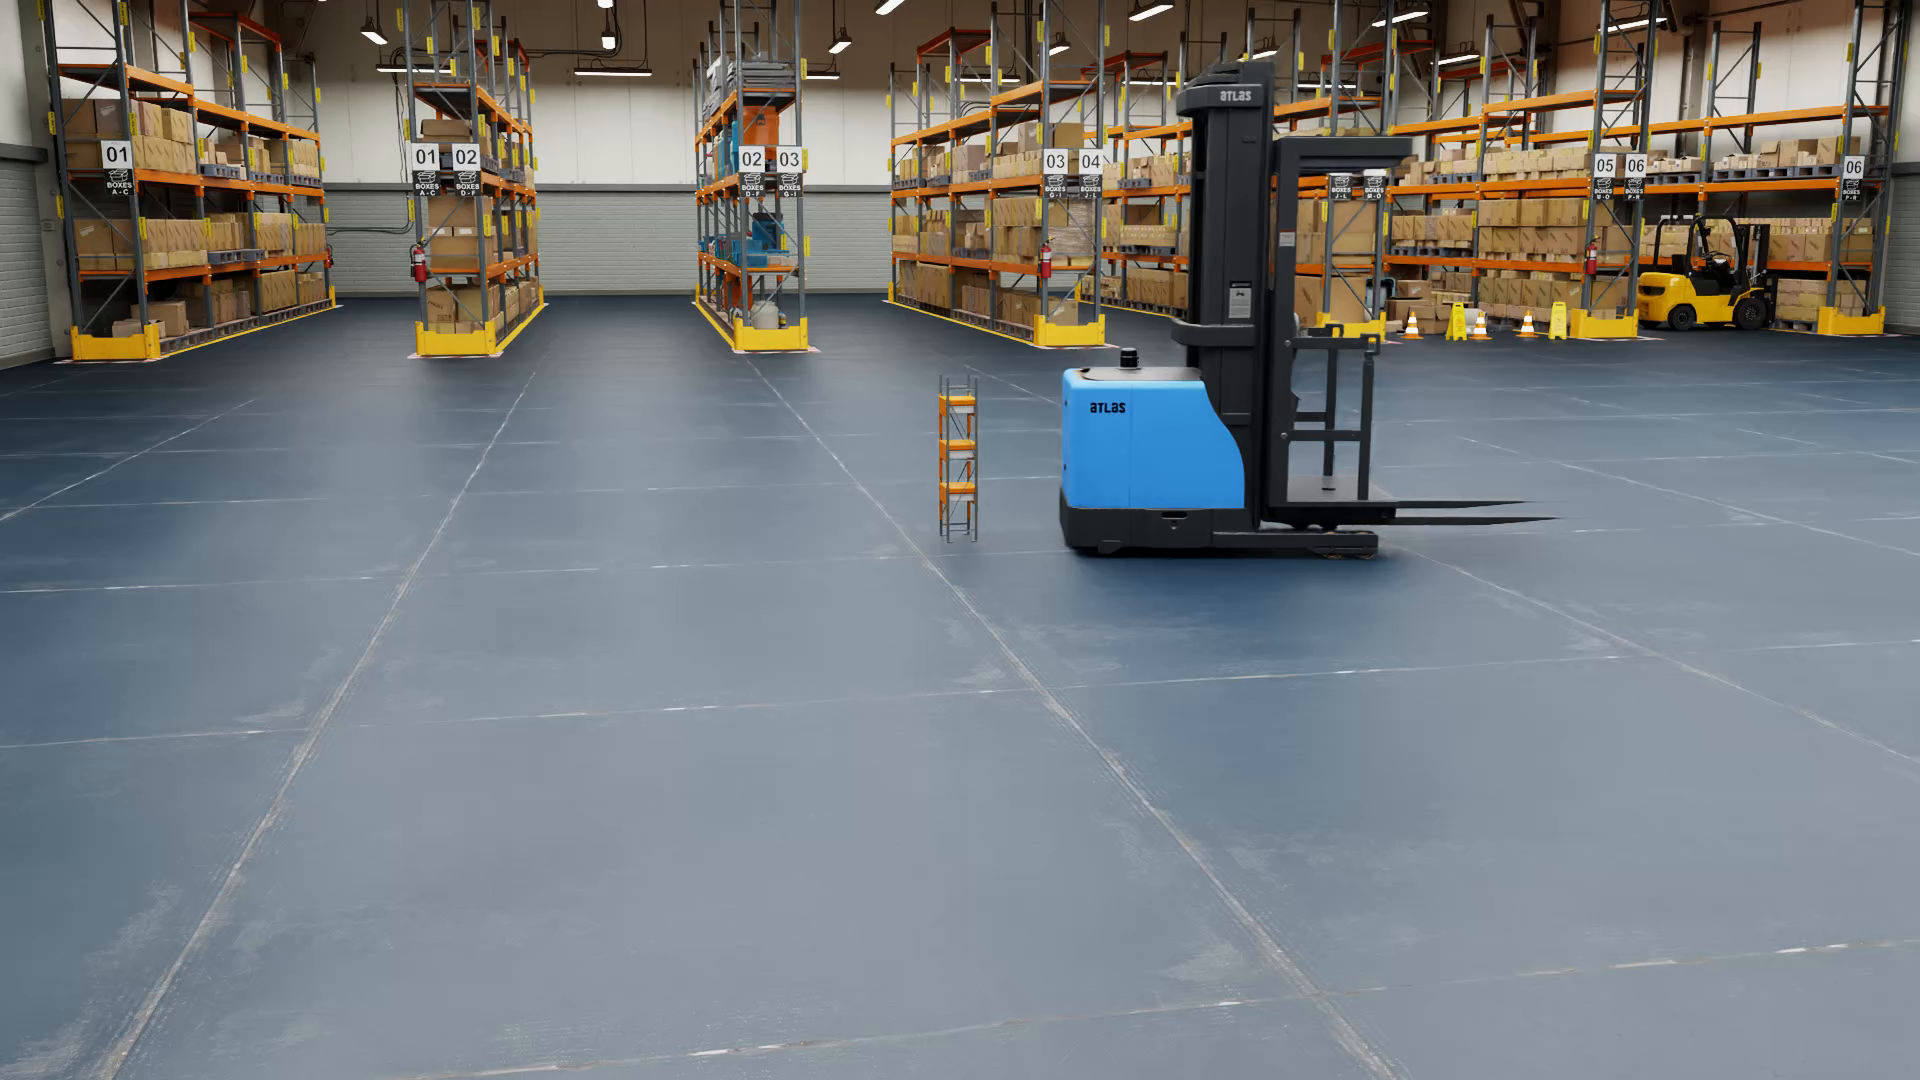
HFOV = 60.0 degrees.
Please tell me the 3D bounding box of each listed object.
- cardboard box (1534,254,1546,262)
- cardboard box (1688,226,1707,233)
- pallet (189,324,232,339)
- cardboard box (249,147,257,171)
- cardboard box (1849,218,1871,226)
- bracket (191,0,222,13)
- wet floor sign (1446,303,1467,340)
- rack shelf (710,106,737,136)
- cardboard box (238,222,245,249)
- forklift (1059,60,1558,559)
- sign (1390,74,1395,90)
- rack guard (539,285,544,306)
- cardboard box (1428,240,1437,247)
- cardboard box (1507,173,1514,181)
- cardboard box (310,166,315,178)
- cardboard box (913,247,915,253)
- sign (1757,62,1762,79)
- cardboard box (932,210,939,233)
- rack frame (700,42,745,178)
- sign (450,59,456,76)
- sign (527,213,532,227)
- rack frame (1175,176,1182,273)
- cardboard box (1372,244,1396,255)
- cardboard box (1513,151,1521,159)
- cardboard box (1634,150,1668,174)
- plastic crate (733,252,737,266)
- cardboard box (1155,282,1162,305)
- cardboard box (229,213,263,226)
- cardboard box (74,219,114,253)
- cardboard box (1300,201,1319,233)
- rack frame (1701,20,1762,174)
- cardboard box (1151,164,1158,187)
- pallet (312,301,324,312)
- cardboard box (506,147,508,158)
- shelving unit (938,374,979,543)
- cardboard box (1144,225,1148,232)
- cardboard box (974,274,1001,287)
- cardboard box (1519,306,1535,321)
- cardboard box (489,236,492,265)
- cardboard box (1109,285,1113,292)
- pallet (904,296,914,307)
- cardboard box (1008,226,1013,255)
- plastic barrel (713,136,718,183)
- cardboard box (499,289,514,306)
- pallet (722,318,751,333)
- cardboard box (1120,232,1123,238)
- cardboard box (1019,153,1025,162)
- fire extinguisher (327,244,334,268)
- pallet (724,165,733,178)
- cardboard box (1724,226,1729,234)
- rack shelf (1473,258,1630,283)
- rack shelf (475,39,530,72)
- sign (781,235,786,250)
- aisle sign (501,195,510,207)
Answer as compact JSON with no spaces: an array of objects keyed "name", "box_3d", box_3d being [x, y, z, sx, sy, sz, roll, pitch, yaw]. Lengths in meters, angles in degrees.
[{"name":"cardboard box","box_3d":[10.970,-5.278,31.075,0.380,0.149,0.250,-2,11,-12]},{"name":"cardboard box","box_3d":[15.376,-6.445,34.536,0.380,0.149,0.250,-2,11,-9]},{"name":"pallet","box_3d":[-13.657,-3.714,29.645,1.003,0.211,1.213,-2,11,-11]},{"name":"cardboard box","box_3d":[-14.683,-7.698,33.651,0.700,0.500,0.500,-2,11,-8]},{"name":"cardboard box","box_3d":[16.583,-5.873,30.732,0.380,0.149,0.250,-2,11,-12]},{"name":"bracket","box_3d":[-15.112,-10.682,33.124,0.076,0.066,4.783,-2,11,-11]},{"name":"wet floor sign","box_3d":[8.682,-3.820,29.040,0.267,0.644,0.232,-4,12,-21]},{"name":"rack shelf","box_3d":[-4.176,-8.065,31.999,1.077,0.370,4.000,-2,11,-11]},{"name":"cardboard box","box_3d":[-14.181,-5.854,31.988,0.700,0.500,0.500,-3,11,-18]},{"name":"forklift","box_3d":[2.171,-1.422,10.329,3.031,2.935,1.130,0,11,0]},{"name":"sign","box_3d":[9.471,-10.038,36.449,0.100,0.325,0.005,-2,11,-11]},{"name":"rack guard","box_3d":[-10.965,-6.081,41.309,1.175,0.500,0.348,-2,11,-11]},{"name":"cardboard box","box_3d":[10.162,-6.294,35.291,0.380,0.149,0.250,-2,11,-9]},{"name":"cardboard box","box_3d":[10.775,-6.987,32.034,0.380,0.149,0.250,-2,11,-9]},{"name":"cardboard box","box_3d":[-15.333,-8.577,38.727,0.500,0.250,0.500,-3,11,-13]},{"name":"cardboard box","box_3d":[-0.915,-6.917,39.686,0.380,0.149,0.250,-2,11,-10]},{"name":"sign","box_3d":[16.210,-9.523,33.739,0.100,0.325,0.005,-2,11,-11]},{"name":"cardboard box","box_3d":[-0.230,-7.248,37.802,0.797,0.503,0.637,-2,11,-10]},{"name":"rack frame","box_3d":[-5.343,-9.716,37.675,1.000,3.000,0.127,-2,11,-11]},{"name":"sign","box_3d":[-9.955,-9.279,32.670,0.100,0.325,0.005,-2,11,-11]},{"name":"sign","box_3d":[-9.658,-7.179,37.295,0.100,0.325,0.005,-2,11,-11]},{"name":"rack frame","box_3d":[5.179,-6.377,36.179,1.000,3.000,0.127,-2,11,-11]},{"name":"cardboard box","box_3d":[9.661,-6.585,37.673,0.500,0.250,0.500,-3,11,-13]},{"name":"cardboard box","box_3d":[10.778,-7.326,31.681,0.380,0.149,0.250,-2,11,-13]},{"name":"cardboard box","box_3d":[14.982,-8.206,36.110,0.500,0.500,0.500,-2,11,-10]},{"name":"plastic crate","box_3d":[-3.520,-4.695,27.739,0.499,0.251,0.408,-2,11,-11]},{"name":"cardboard box","box_3d":[4.697,-5.562,37.458,0.500,0.500,0.500,-2,11,-9]},{"name":"cardboard box","box_3d":[-14.124,-6.346,32.894,0.500,0.250,0.500,-2,11,-10]},{"name":"cardboard box","box_3d":[-13.027,-4.591,25.136,0.500,0.500,0.500,-2,11,-12]},{"name":"cardboard box","box_3d":[6.503,-5.681,29.232,0.875,0.550,0.550,-2,11,-11]},{"name":"rack frame","box_3d":[15.661,-8.970,33.758,1.000,3.000,0.127,-2,11,-11]},{"name":"cardboard box","box_3d":[4.615,-8.178,37.352,0.500,0.500,0.500,-2,11,-11]},{"name":"pallet","box_3d":[-15.372,-5.405,38.530,1.003,0.211,1.213,-2,11,-11]},{"name":"cardboard box","box_3d":[-10.024,-8.151,35.816,0.600,0.600,0.600,-2,11,-12]},{"name":"shelving unit","box_3d":[-0.010,-0.526,10.650,0.215,1.050,0.252,-2,11,-11]},{"name":"cardboard box","box_3d":[4.384,-7.063,37.738,0.380,0.149,0.250,-2,11,-8]},{"name":"cardboard box","box_3d":[0.567,-5.353,34.302,0.500,0.250,0.500,-1,11,-5]},{"name":"cardboard box","box_3d":[10.949,-4.293,31.462,0.500,0.250,0.500,-3,11,-13]},{"name":"cardboard box","box_3d":[-8.445,-4.993,28.642,0.700,0.500,0.500,-2,11,-12]},{"name":"cardboard box","box_3d":[3.893,-6.207,40.989,0.380,0.149,0.250,-3,11,-13]},{"name":"pallet","box_3d":[-0.796,-5.945,41.369,1.003,0.211,1.213,-2,11,-11]},{"name":"cardboard box","box_3d":[1.357,-5.411,30.040,0.875,0.500,0.500,-2,11,-11]},{"name":"plastic barrel","box_3d":[-4.618,-7.596,33.222,0.600,0.901,0.600,0,11,0]},{"name":"cardboard box","box_3d":[-8.783,-4.620,31.677,0.500,0.311,0.500,-2,11,-9]},{"name":"pallet","box_3d":[-3.978,-4.074,31.538,1.003,0.211,1.213,-2,11,-11]},{"name":"cardboard box","box_3d":[4.026,-7.251,39.522,0.380,0.149,0.250,-2,11,-10]},{"name":"cardboard box","box_3d":[1.244,-6.622,28.779,0.380,0.149,0.250,-3,11,-14]},{"name":"fire extinguisher","box_3d":[-15.415,-6.965,40.474,0.296,0.674,0.183,-2,11,-11]},{"name":"pallet","box_3d":[-3.551,-6.553,29.588,1.213,0.211,1.003,-2,11,-11]},{"name":"cardboard box","box_3d":[15.594,-6.229,33.397,0.380,0.149,0.250,-2,11,-11]},{"name":"rack shelf","box_3d":[11.181,-5.122,31.507,1.077,0.370,4.000,-2,11,-11]},{"name":"rack shelf","box_3d":[-10.591,-11.182,38.416,1.077,0.370,4.000,-2,11,-11]},{"name":"sign","box_3d":[-3.245,-5.455,30.596,0.100,0.325,0.005,-2,11,-11]},{"name":"aisle sign","box_3d":[-11.281,-8.602,40.915,0.394,0.787,0.004,-2,11,-11]}]
